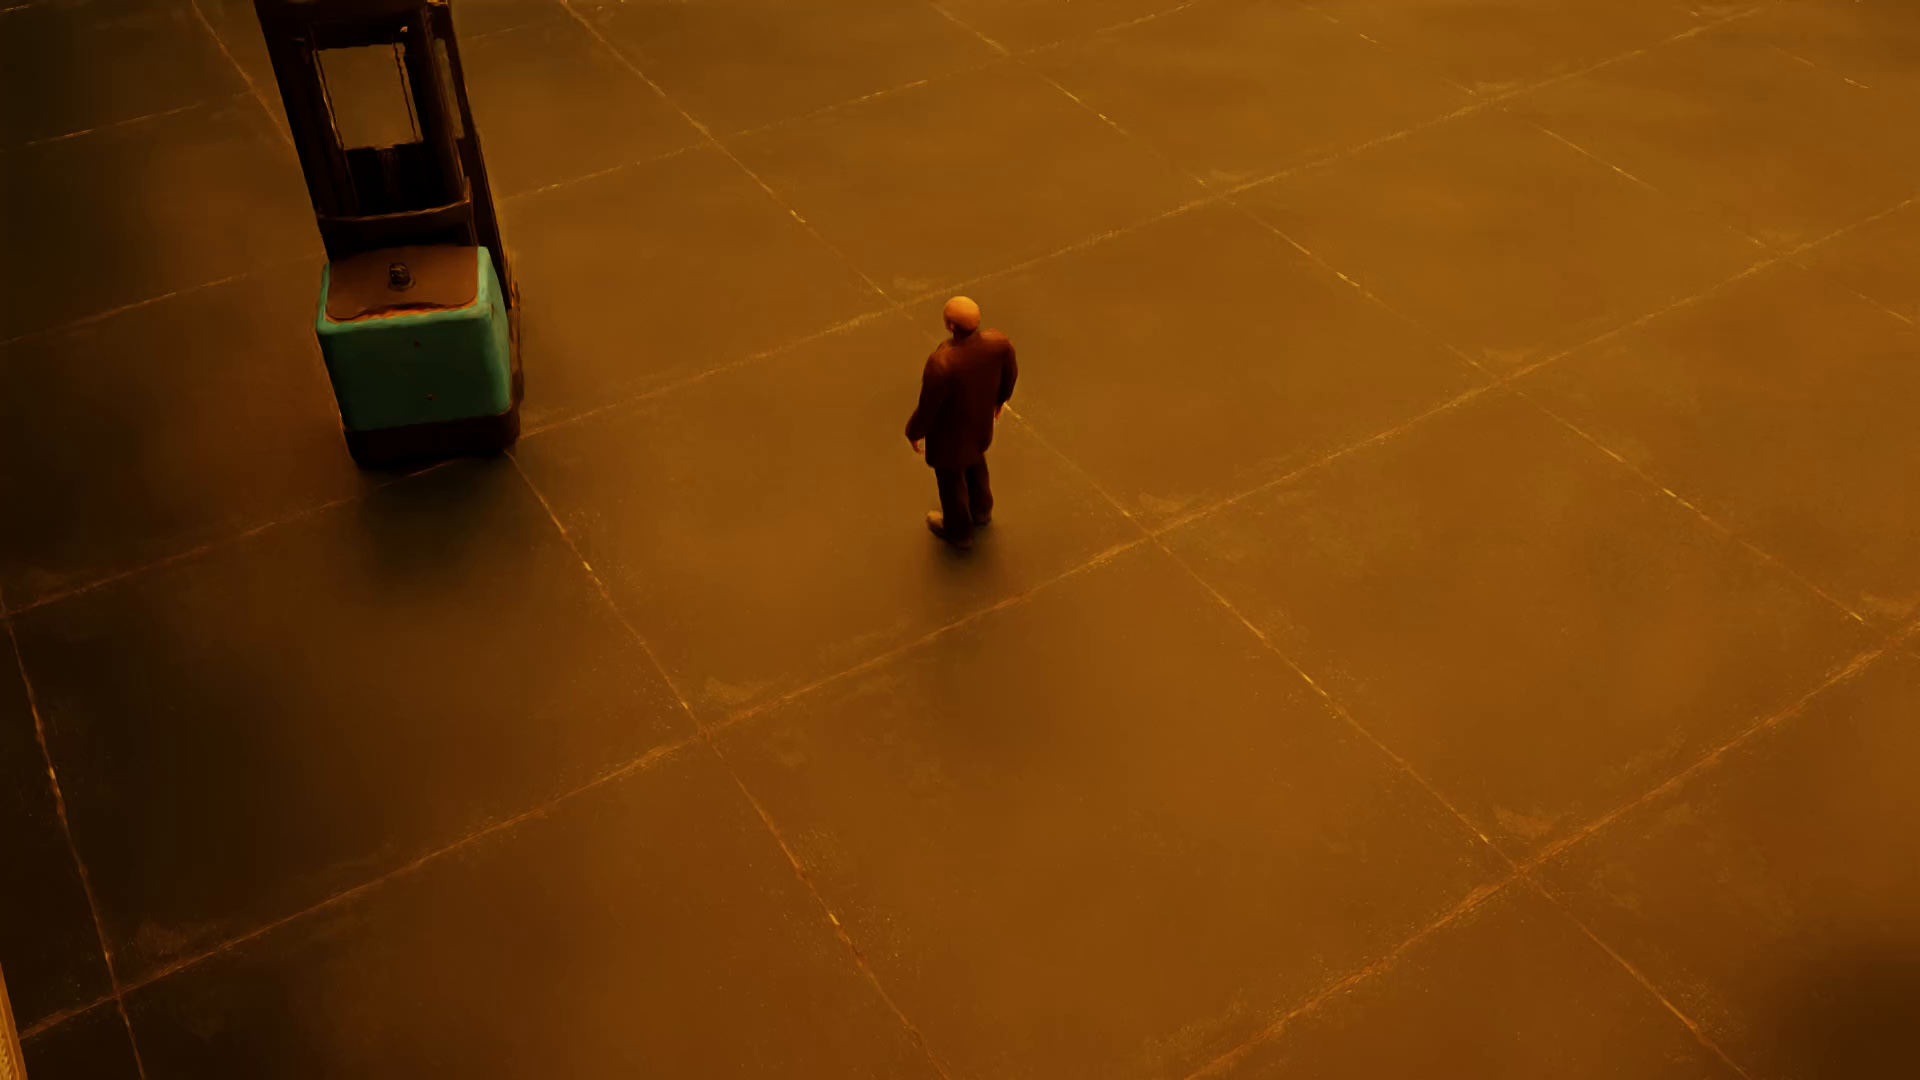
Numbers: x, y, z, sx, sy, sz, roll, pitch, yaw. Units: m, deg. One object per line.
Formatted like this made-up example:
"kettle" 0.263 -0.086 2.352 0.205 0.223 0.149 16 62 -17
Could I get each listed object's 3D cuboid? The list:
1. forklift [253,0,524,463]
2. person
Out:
"forklift" -3.677 -2.572 10.815 1.130 2.935 3.031 -8 42 -9
"person" -0.044 -0.727 9.567 0.694 1.775 0.586 -23 46 -24
